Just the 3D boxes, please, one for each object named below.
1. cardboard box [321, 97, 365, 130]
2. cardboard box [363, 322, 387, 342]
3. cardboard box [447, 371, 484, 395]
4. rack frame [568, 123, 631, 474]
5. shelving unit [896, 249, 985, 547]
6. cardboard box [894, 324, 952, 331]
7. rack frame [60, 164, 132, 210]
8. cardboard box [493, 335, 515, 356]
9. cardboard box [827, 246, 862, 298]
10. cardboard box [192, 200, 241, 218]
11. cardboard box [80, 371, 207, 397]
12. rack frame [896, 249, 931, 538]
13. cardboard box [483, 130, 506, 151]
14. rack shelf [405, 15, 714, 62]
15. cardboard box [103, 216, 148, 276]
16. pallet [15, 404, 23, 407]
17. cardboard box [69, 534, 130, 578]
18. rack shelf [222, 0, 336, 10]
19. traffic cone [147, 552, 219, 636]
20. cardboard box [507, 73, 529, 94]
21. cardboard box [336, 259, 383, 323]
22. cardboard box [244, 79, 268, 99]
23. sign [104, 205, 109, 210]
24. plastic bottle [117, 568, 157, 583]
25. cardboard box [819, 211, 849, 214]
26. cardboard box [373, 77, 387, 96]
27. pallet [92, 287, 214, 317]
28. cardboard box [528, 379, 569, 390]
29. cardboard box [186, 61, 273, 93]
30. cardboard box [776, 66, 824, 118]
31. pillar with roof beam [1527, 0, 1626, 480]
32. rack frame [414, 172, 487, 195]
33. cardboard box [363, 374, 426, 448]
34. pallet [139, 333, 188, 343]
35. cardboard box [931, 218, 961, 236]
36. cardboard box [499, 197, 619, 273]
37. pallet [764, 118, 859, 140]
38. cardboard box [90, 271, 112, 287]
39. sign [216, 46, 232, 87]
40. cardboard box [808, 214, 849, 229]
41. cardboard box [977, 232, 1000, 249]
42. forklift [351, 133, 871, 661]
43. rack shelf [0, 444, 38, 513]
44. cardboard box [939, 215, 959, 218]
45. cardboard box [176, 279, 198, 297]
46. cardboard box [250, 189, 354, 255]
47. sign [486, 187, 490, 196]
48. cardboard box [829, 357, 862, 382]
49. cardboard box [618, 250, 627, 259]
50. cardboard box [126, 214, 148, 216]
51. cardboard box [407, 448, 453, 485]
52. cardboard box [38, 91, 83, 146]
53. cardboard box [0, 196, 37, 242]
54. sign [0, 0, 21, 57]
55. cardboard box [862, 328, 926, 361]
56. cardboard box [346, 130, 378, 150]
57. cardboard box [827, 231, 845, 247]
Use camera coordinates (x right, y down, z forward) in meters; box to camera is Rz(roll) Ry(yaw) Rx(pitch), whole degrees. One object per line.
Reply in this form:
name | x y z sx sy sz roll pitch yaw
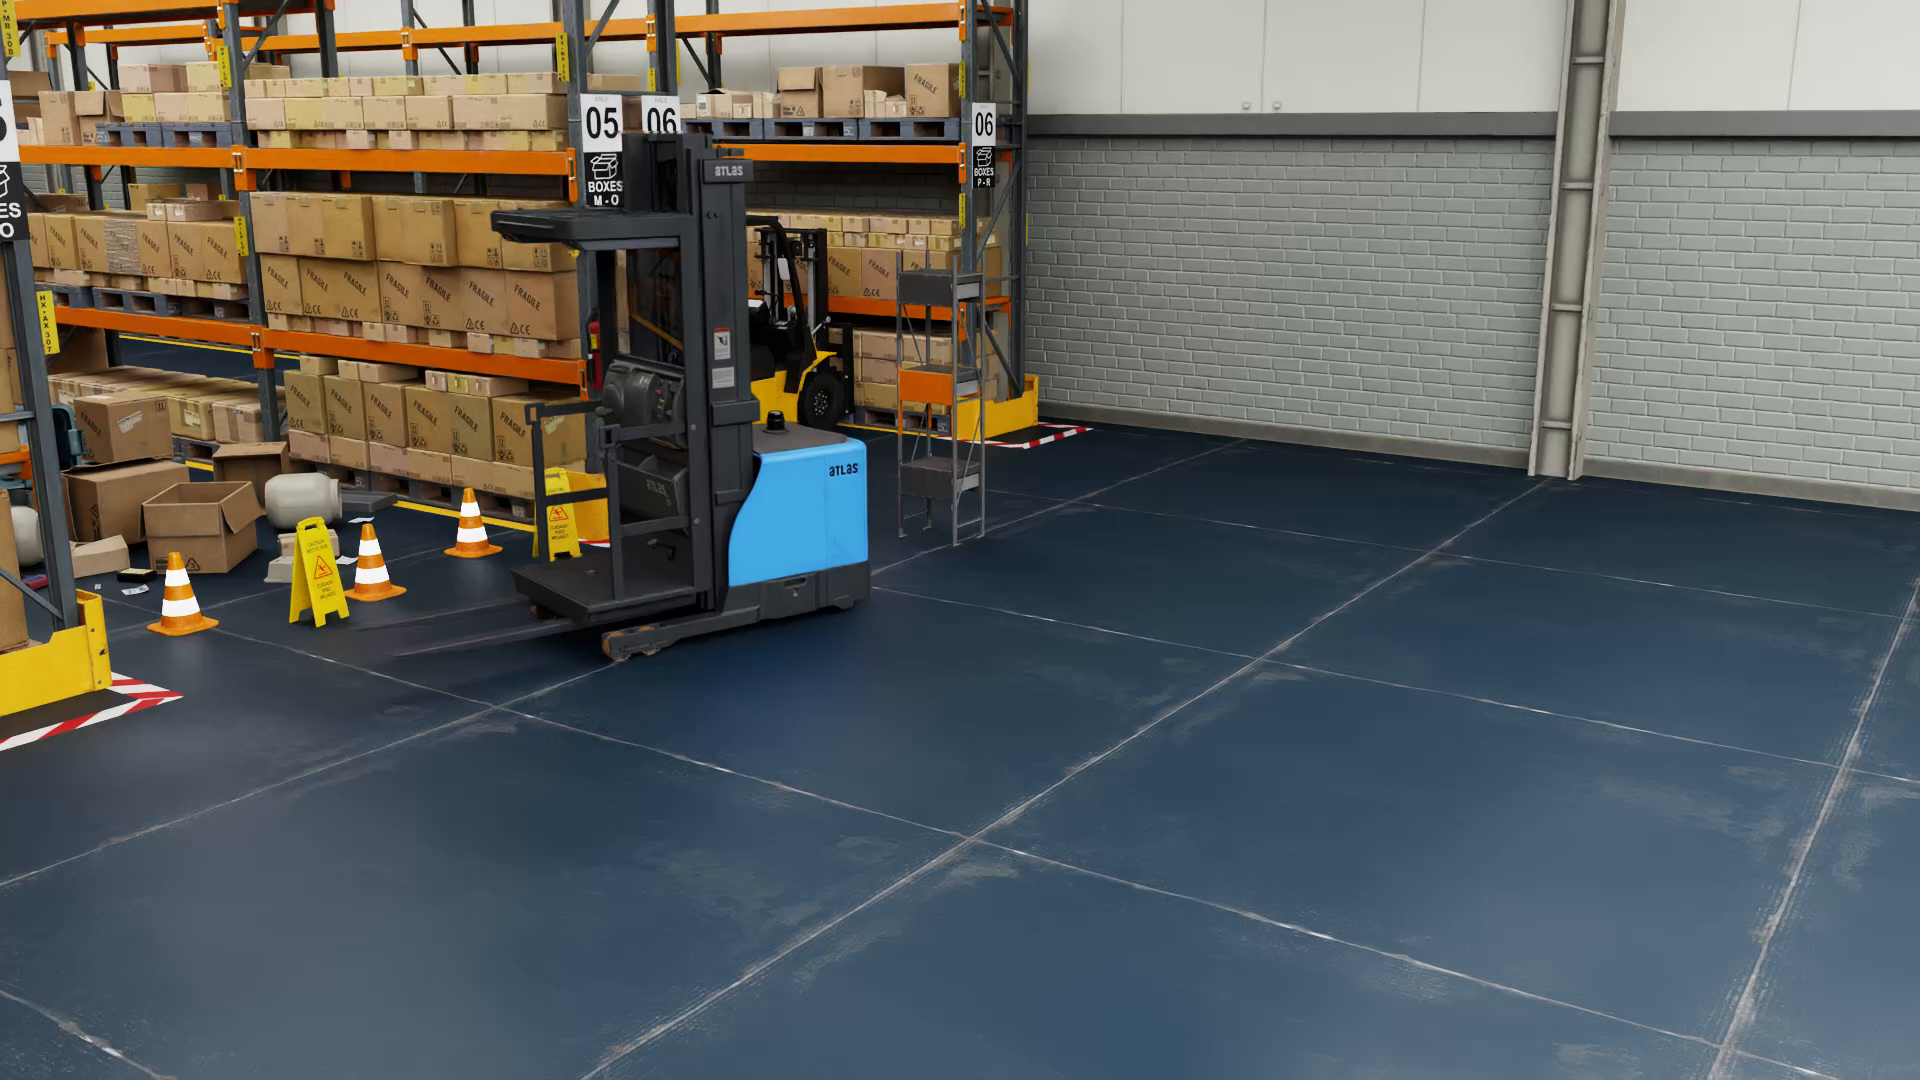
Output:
cardboard box | -4.694 -3.386 13.209 0.500 0.250 0.500 9 17 33
cardboard box | -4.610 -1.707 13.500 0.250 0.149 0.380 9 17 33
cardboard box | -3.788 -1.246 13.052 0.250 0.149 0.380 10 17 34
rack frame | -2.429 -1.572 12.432 0.127 3.000 1.000 9 17 33
shelving unit | -0.137 -1.041 12.161 0.503 2.100 0.431 9 17 33
cardboard box | -0.372 -2.085 17.273 0.500 0.250 0.500 9 17 33
rack frame | -12.938 -4.708 25.100 0.127 3.000 1.000 9 17 33
cardboard box | -3.332 -1.508 12.697 0.250 0.149 0.380 9 16 32
cardboard box | -1.068 -2.765 17.041 0.500 0.500 0.500 9 16 32
cardboard box | -6.900 -3.079 15.469 0.250 0.149 0.380 10 17 36
cardboard box | -7.987 -1.398 16.324 0.625 0.372 0.950 9 16 32
rack frame | -0.340 -1.074 12.293 0.015 2.100 0.400 9 17 33
cardboard box | -3.308 -2.968 12.350 0.250 0.149 0.380 10 17 34
rack shelf | -4.641 -5.736 19.097 4.000 0.370 1.077 9 17 33
cardboard box | -7.532 -2.728 15.402 0.500 0.500 0.500 8 16 31
pallet | -9.679 -1.412 17.589 1.213 0.211 1.003 9 17 33
cardboard box | -5.973 0.082 11.438 0.258 0.266 0.396 13 19 42
rack shelf | -4.089 -4.402 12.882 4.000 0.370 1.077 9 17 33
traffic cone | -4.756 0.305 10.127 0.334 0.463 0.336 9 17 33
cardboard box | -3.067 -3.322 12.123 0.250 0.149 0.380 10 17 34
cardboard box | -4.700 -2.054 13.553 0.500 0.500 0.500 9 17 32
cardboard box | -5.669 -3.723 13.740 0.250 0.149 0.380 9 16 32
sign | -8.772 -3.278 17.079 0.005 0.325 0.100 9 17 33
plastic bottle | -5.591 0.237 11.237 0.283 0.061 0.133 3 14 14
cardboard box | -1.310 -3.406 17.662 0.250 0.149 0.380 10 17 34
cardboard box | -4.333 -3.531 12.964 0.250 0.149 0.380 10 17 34
pallet | -7.402 -2.295 15.750 1.213 0.211 1.003 9 17 33
cardboard box | -3.401 -1.041 13.574 0.500 0.500 0.500 8 16 31
cardboard box | -6.300 -3.991 14.358 0.500 0.250 0.500 10 17 34
cardboard box | -1.424 -4.575 17.024 0.637 0.503 0.797 10 17 35
pillar with roof beam | 2.839 -4.085 10.097 0.400 9.000 9.100 9 17 33
rack frame | -6.300 -3.635 20.767 0.127 3.000 1.000 9 17 33
cardboard box | -4.529 -1.070 13.689 0.500 0.500 0.500 10 17 36
pallet | -11.205 -3.074 24.302 1.213 0.211 1.003 9 17 33
cardboard box | -0.077 -3.076 16.331 0.250 0.149 0.380 9 17 33
cardboard box | -2.975 -2.276 12.365 0.500 0.500 0.700 9 16 31
pallet | -1.251 -4.239 17.147 1.213 0.211 1.003 9 17 33
cardboard box | -8.024 -2.498 15.821 0.250 0.149 0.380 10 17 36
sign | -6.055 -3.896 13.681 0.005 0.325 0.100 9 17 33
cardboard box | -1.353 -3.281 17.157 0.250 0.149 0.380 9 17 34
cardboard box | 0.201 -3.023 16.735 0.250 0.149 0.380 9 16 31
forklift | -2.043 -0.872 9.745 3.031 2.935 1.130 -11 17 -37
rack shelf | -6.767 -0.491 9.561 4.000 0.370 1.077 9 17 33
cardboard box | -0.007 -3.206 16.855 0.250 0.149 0.380 10 17 35
cardboard box | -6.772 -2.271 14.903 0.250 0.149 0.380 9 16 32
cardboard box | -5.504 -2.685 14.019 0.500 0.500 0.700 9 17 32
sign | -5.993 -4.309 21.076 0.005 0.325 0.100 9 17 33
cardboard box | -1.091 -1.812 17.207 0.500 0.250 0.500 9 16 32
cardboard box | -3.531 -3.284 18.618 0.500 0.250 0.500 9 16 32
cardboard box | -7.680 -2.902 16.102 0.500 0.500 0.500 8 16 29
cardboard box | -4.113 -0.636 13.500 0.500 0.250 0.500 8 16 31
cardboard box | -8.286 -4.021 15.872 0.500 0.500 0.700 9 17 33
cardboard box | -9.642 -3.196 16.704 0.500 0.500 0.500 9 16 31
sign | -4.793 -2.600 8.359 0.005 0.325 0.100 9 17 33
cardboard box | -0.645 -1.984 16.862 0.500 0.250 0.500 10 17 34
cardboard box | -4.606 -3.162 13.134 0.250 0.149 0.380 9 16 32
cardboard box | -1.184 -3.084 16.980 0.250 0.149 0.380 9 17 33
